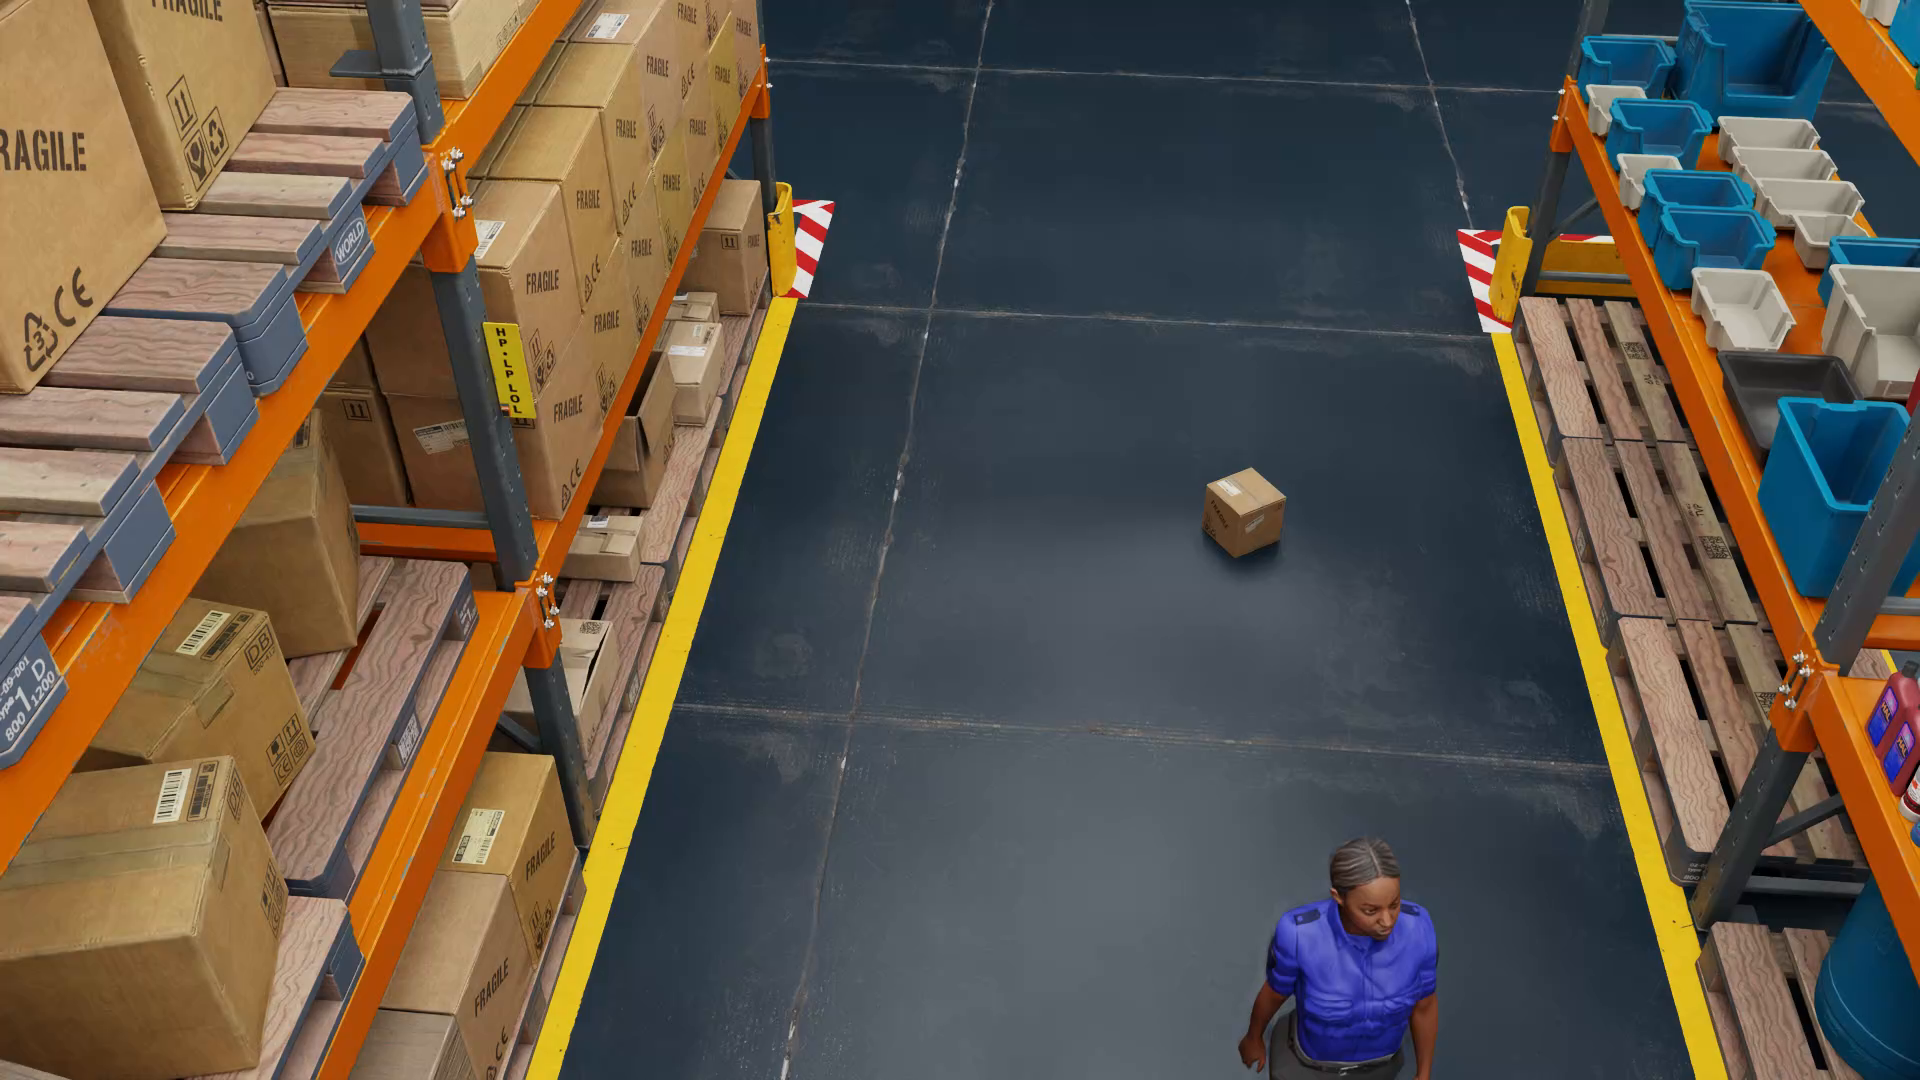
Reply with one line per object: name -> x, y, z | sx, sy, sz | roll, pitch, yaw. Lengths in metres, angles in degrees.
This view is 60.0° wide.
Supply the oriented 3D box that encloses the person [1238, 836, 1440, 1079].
person -> 1.030, 1.399, 4.509 | 0.470, 1.607, 0.947 | -4, 41, -5
